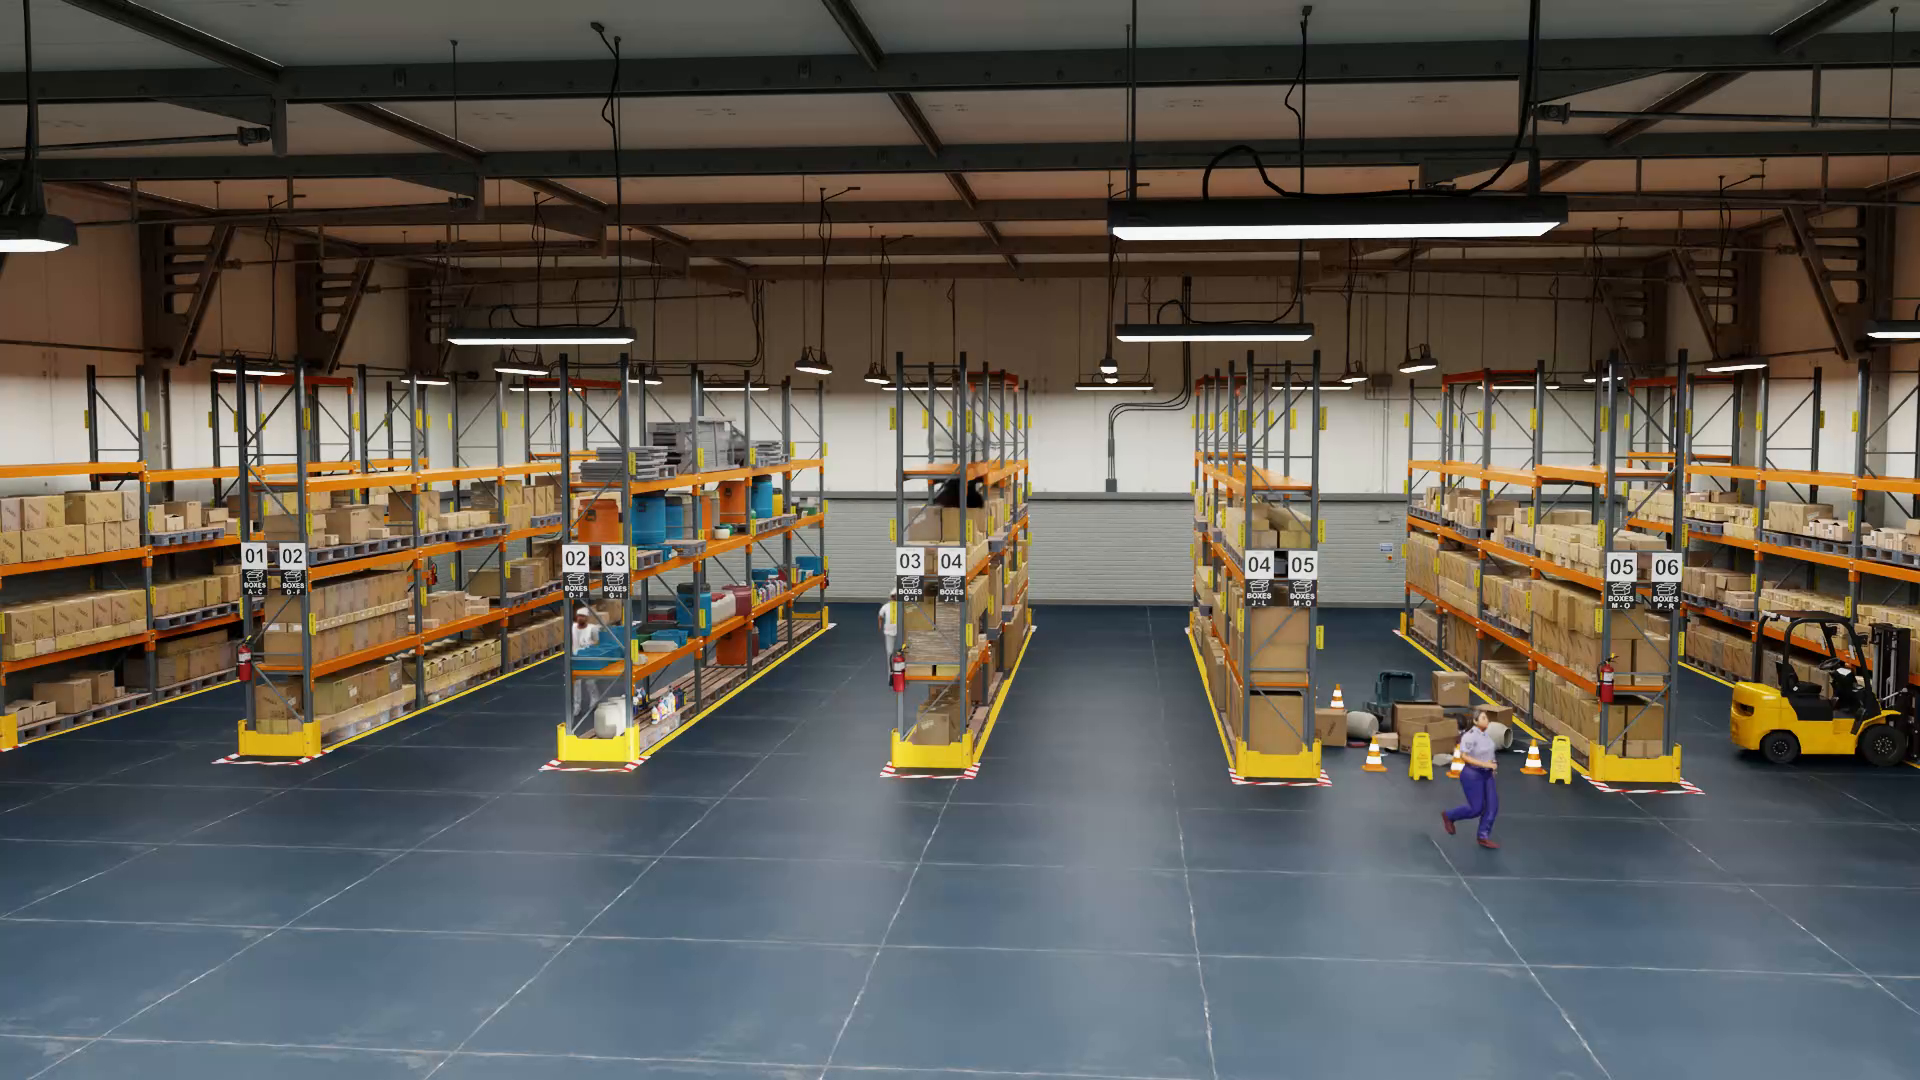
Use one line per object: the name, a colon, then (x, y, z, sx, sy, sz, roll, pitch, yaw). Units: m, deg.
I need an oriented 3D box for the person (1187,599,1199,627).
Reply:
person: (5.947, 1.333, 40.407, 0.803, 1.664, 0.615, 0, 4, -1)

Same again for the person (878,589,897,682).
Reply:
person: (-1.255, 1.824, 32.187, 0.710, 1.747, 0.968, 0, 4, 4)

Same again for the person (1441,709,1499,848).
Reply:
person: (6.090, 2.801, 19.691, 0.608, 1.603, 0.706, -4, 6, -43)

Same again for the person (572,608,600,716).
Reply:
person: (-6.470, 2.068, 28.568, 0.672, 1.805, 0.848, 1, 4, 7)
